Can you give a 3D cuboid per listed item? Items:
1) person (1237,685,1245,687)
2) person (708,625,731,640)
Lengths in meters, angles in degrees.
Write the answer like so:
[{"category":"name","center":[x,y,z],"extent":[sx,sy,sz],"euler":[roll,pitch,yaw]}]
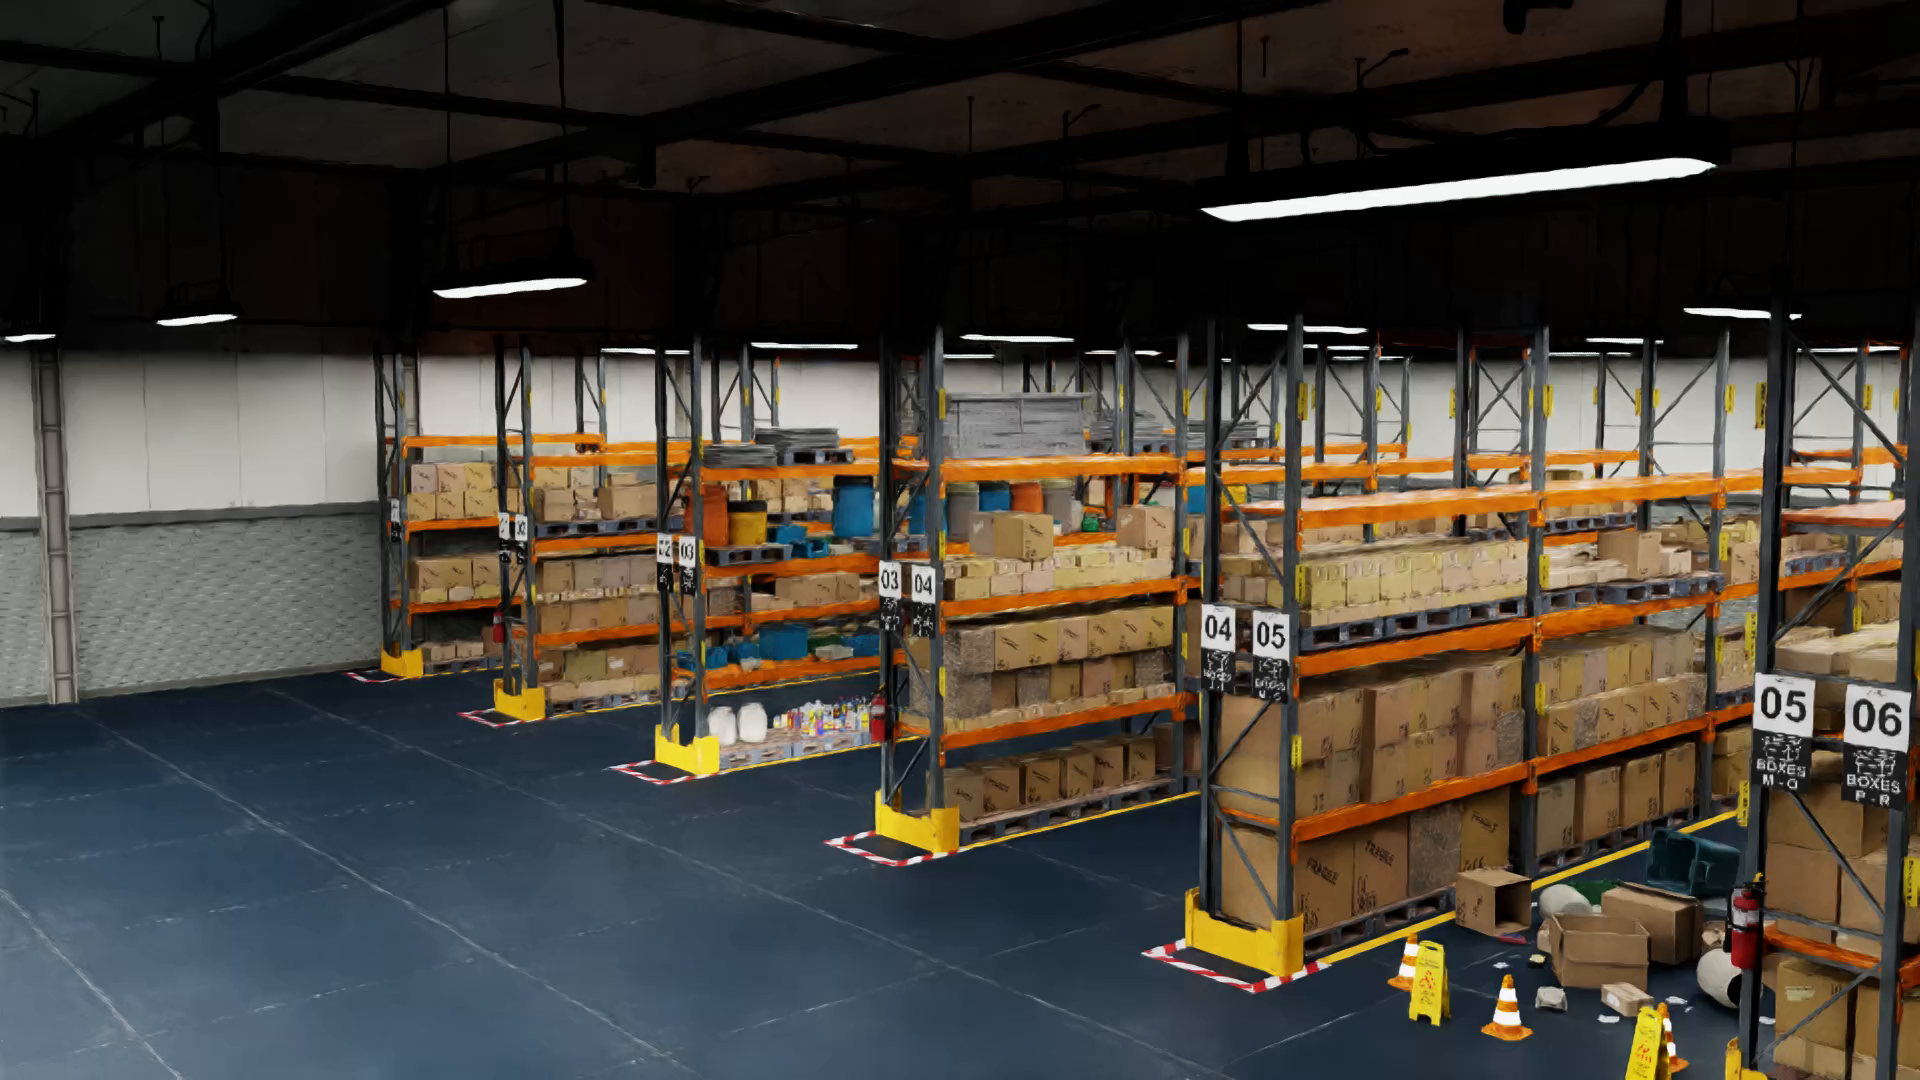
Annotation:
[{"category":"person","center":[3.494,2.579,20.529],"extent":[1.037,1.403,0.418],"euler":[-5,7,-43]},{"category":"person","center":[-4.530,1.541,31.289],"extent":[0.948,1.540,0.430],"euler":[-5,7,-42]}]
